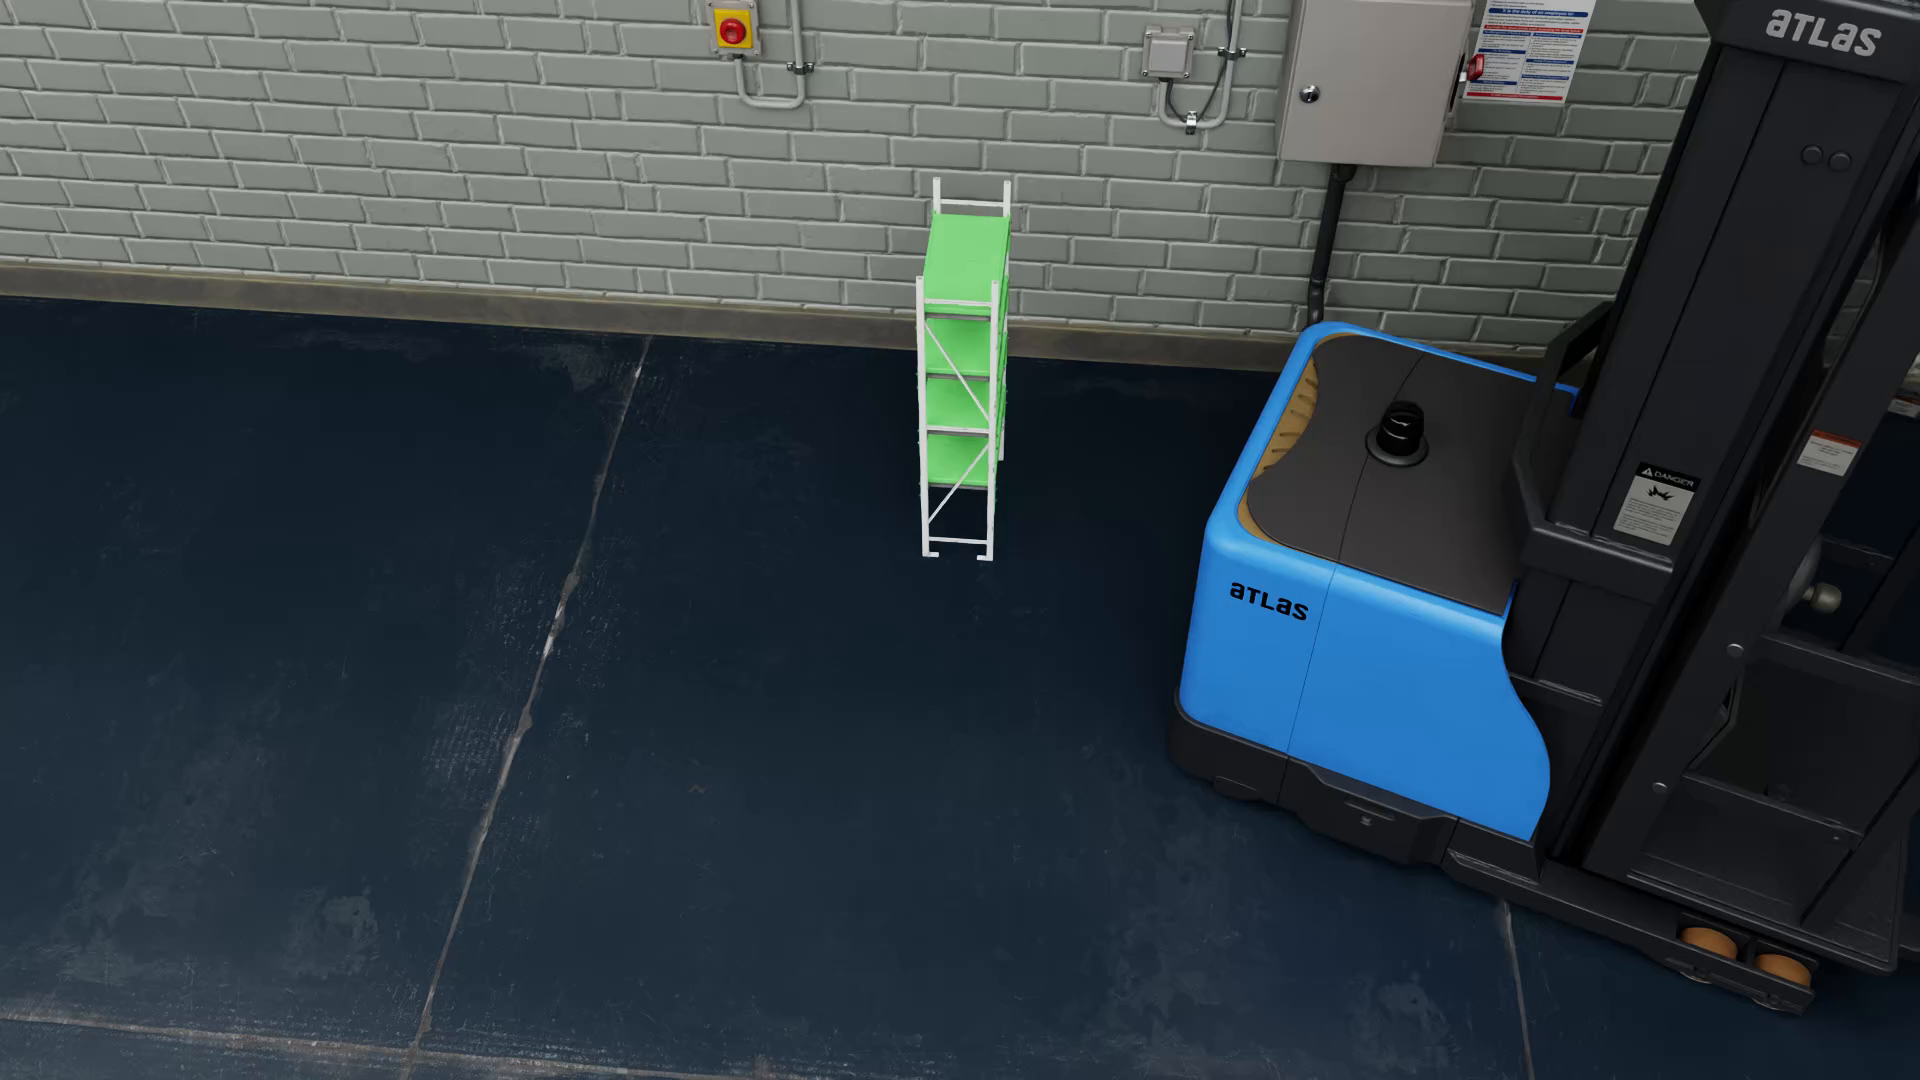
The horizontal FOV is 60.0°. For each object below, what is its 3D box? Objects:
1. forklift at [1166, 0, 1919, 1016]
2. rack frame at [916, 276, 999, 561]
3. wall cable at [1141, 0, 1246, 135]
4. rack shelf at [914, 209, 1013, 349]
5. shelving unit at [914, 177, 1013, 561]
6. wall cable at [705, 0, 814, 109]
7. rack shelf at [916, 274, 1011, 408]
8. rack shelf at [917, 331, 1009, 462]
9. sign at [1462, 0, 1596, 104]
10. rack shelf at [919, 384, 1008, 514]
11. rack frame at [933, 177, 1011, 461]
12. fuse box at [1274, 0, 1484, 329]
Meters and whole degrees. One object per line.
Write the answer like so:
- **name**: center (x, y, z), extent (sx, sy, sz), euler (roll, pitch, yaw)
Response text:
- **forklift**: center (2.190, -0.151, 3.901), extent (3.031, 2.935, 1.130), euler (19, 50, 17)
- **rack frame**: center (-0.007, -0.347, 5.255), extent (0.240, 1.200, 0.015), euler (4, 48, 4)
- **wall cable**: center (0.629, -2.017, 4.873), extent (0.588, 1.984, 0.122), euler (4, 48, 4)
- **rack shelf**: center (0.015, -0.807, 5.111), extent (0.258, 0.148, 0.480), euler (4, 48, 4)
- **shelving unit**: center (0.015, -0.527, 5.419), extent (0.258, 1.200, 0.503), euler (4, 48, 4)
- **wall cable**: center (-0.784, -2.114, 4.941), extent (0.585, 1.953, 0.123), euler (4, 48, 4)
- **rack shelf**: center (0.015, -0.645, 5.289), extent (0.258, 0.148, 0.480), euler (4, 48, 4)
- **rack shelf**: center (0.015, -0.483, 5.466), extent (0.258, 0.148, 0.480), euler (4, 48, 4)
- **sign**: center (1.805, -1.599, 5.244), extent (0.329, 0.494, 0.001), euler (4, 48, 4)
- **rack shelf**: center (0.015, -0.322, 5.643), extent (0.258, 0.148, 0.480), euler (4, 48, 4)
- **rack frame**: center (0.037, -0.706, 5.583), extent (0.240, 1.200, 0.015), euler (4, 48, 4)
- **fuse box**: center (1.294, -1.078, 5.576), extent (0.539, 1.711, 0.414), euler (4, 48, 4)
